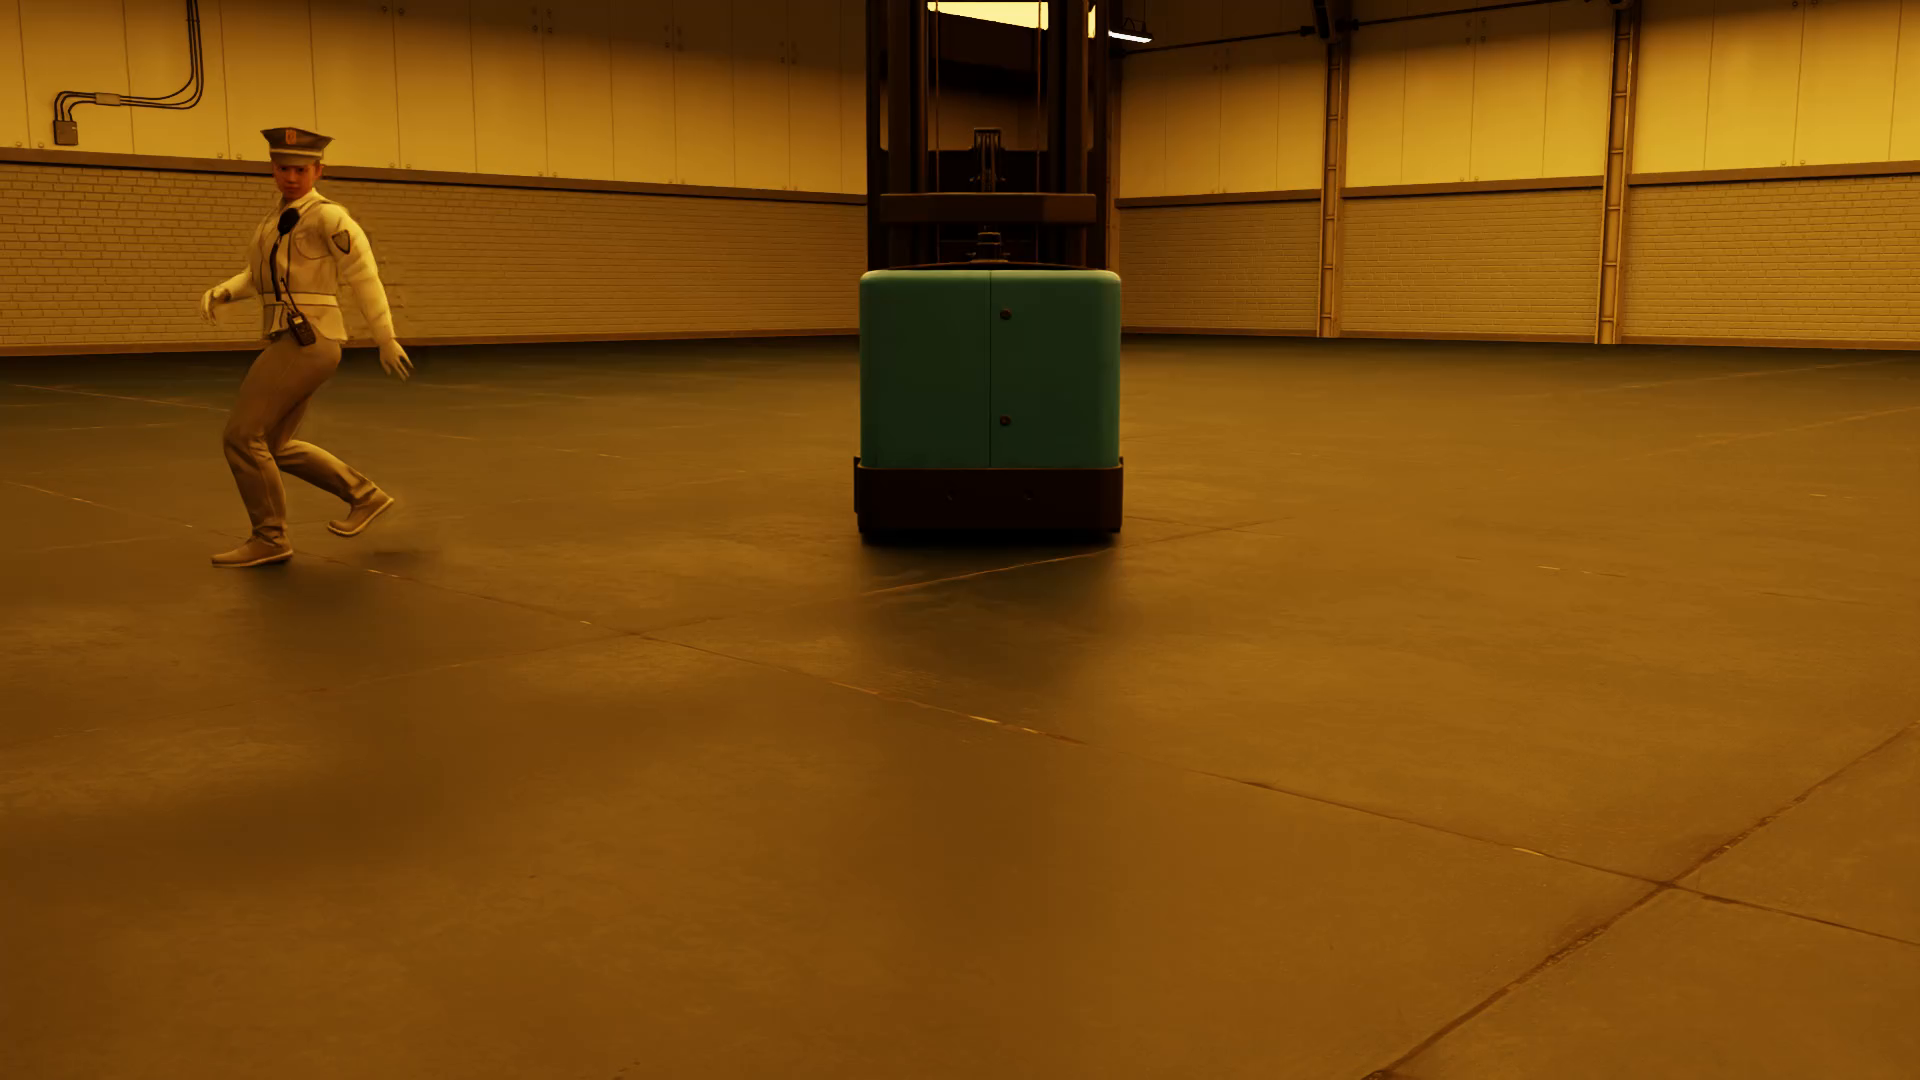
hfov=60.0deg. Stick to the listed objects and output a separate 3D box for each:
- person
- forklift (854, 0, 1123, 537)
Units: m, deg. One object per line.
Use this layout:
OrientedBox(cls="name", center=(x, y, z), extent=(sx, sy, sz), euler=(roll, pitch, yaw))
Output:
OrientedBox(cls="person", center=(-2.427, -0.706, 6.128), extent=(0.710, 1.597, 0.559), euler=(-4, 10, -27))
OrientedBox(cls="forklift", center=(0.121, -1.645, 7.799), extent=(1.130, 2.935, 3.031), euler=(0, 9, 0))
